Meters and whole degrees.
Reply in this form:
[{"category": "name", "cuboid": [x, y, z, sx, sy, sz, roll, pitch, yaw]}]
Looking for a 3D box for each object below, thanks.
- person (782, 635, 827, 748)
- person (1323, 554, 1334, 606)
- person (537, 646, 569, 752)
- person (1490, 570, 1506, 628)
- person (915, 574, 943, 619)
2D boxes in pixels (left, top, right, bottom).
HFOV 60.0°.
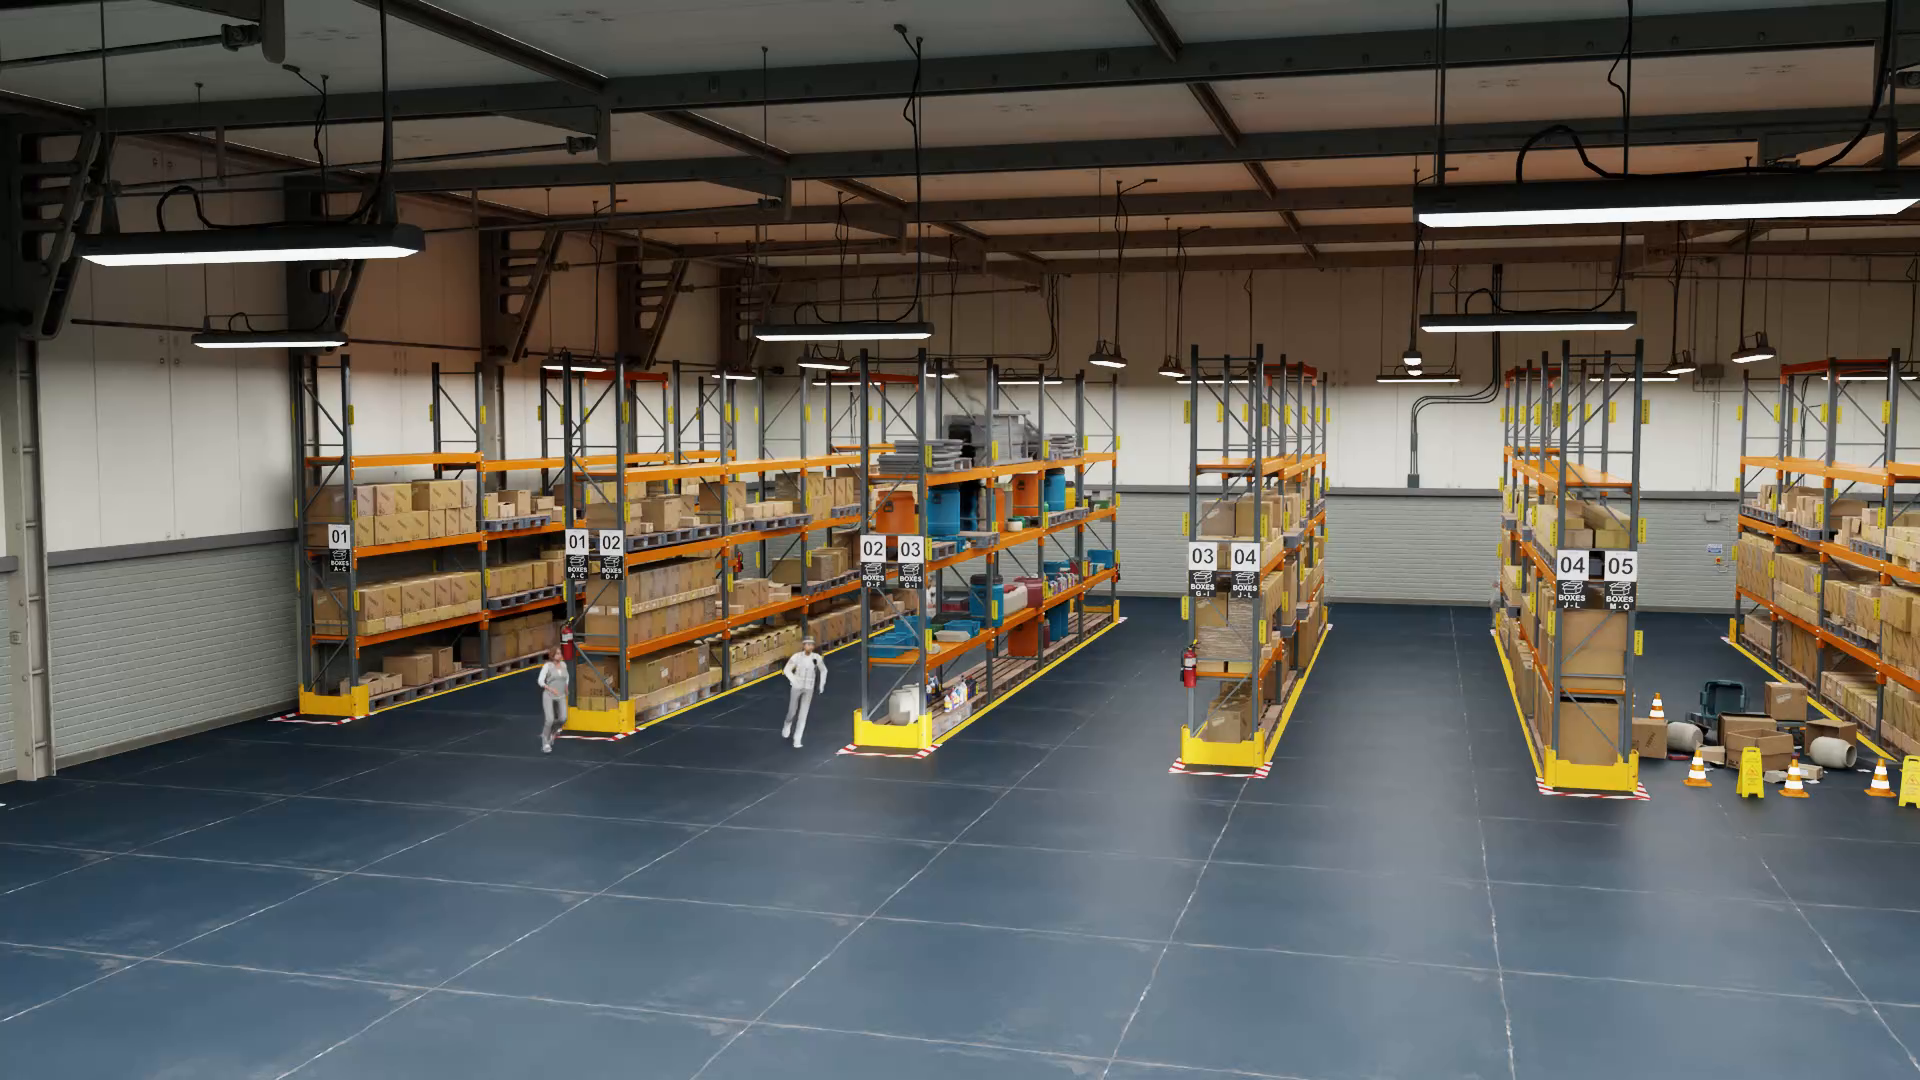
[{"category": "person", "cuboid": [-2.355, 2.274, 25.377, 0.687, 1.667, 0.788, -1, 4, -11]}, {"category": "person", "cuboid": [8.685, 1.130, 40.150, 0.576, 1.754, 0.709, 2, 5, 29]}, {"category": "person", "cuboid": [-6.012, 2.374, 24.804, 0.572, 1.565, 0.518, -3, 5, -39]}, {"category": "person", "cuboid": [12.751, 1.227, 38.938, 0.667, 1.775, 0.703, -1, 4, -13]}, {"category": "person", "cuboid": [-0.648, 1.582, 33.816, 0.654, 1.821, 0.815, 1, 4, 15]}]
